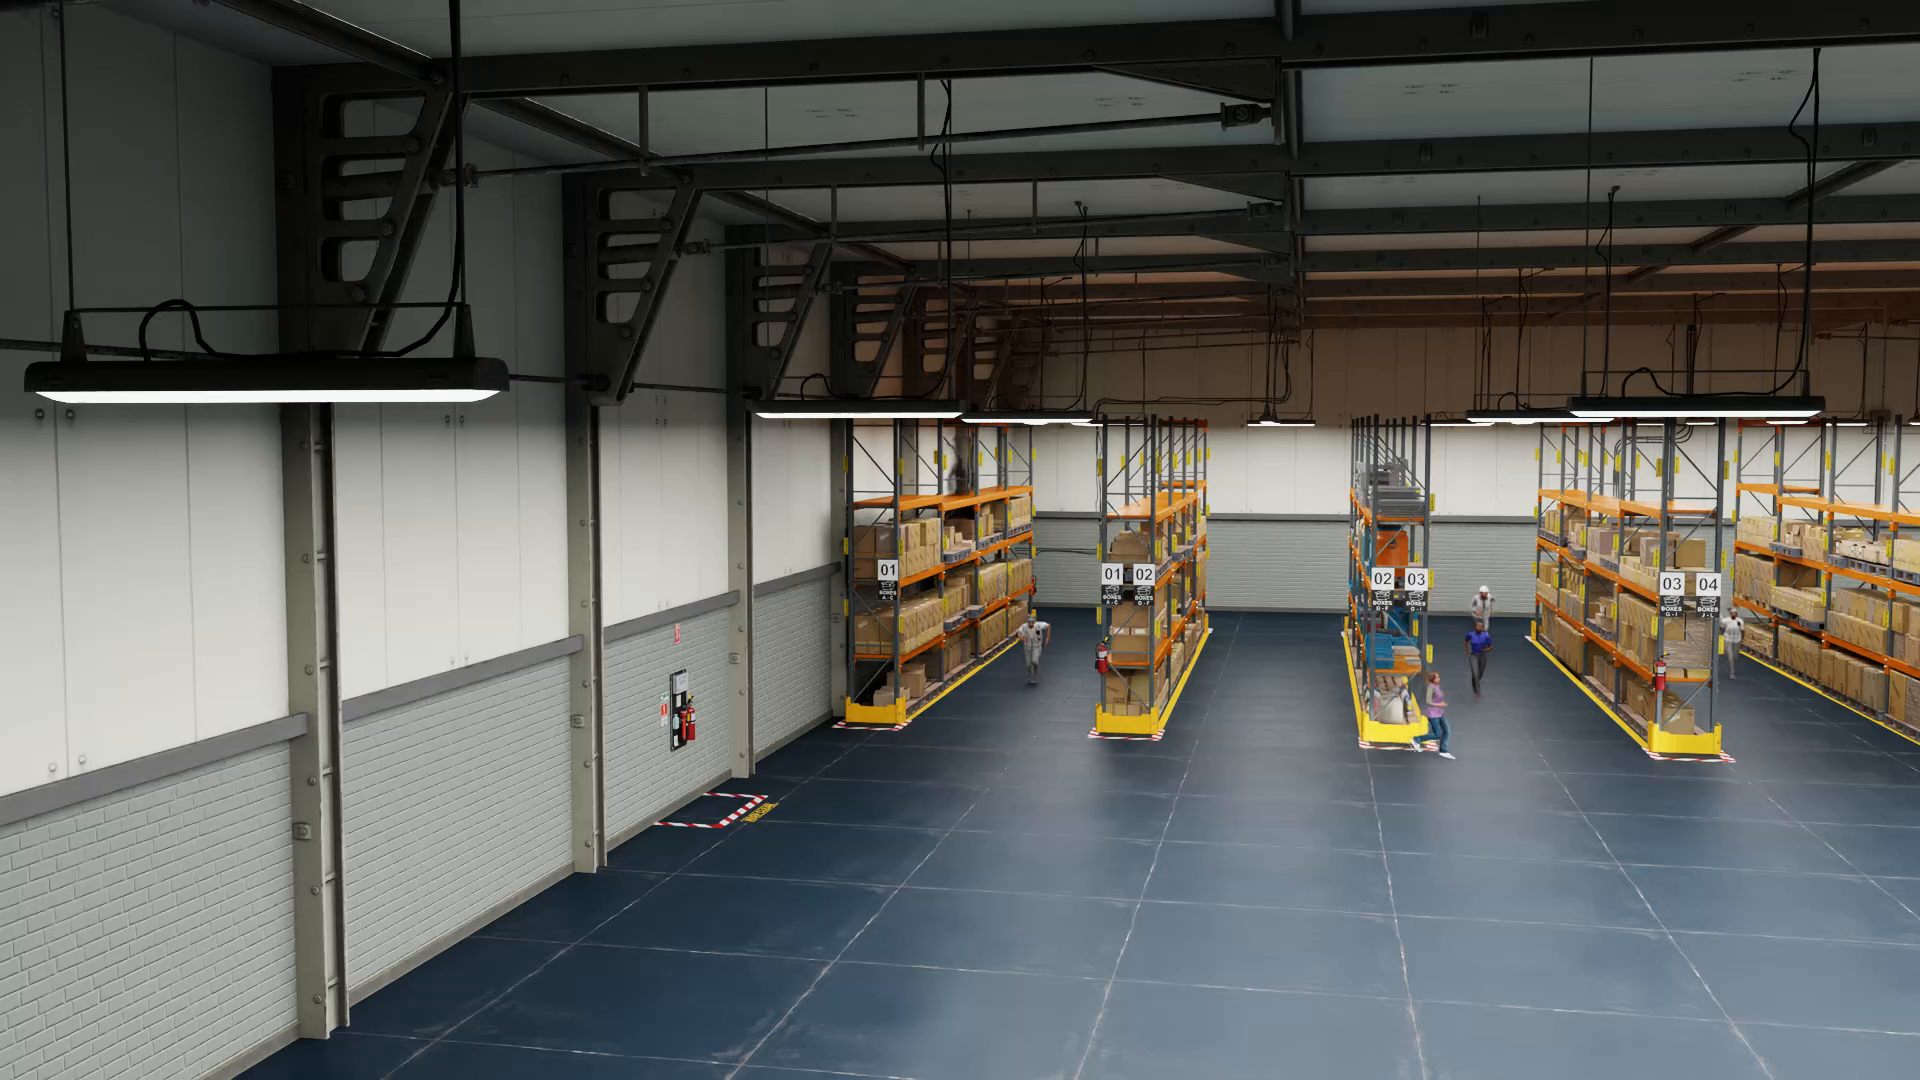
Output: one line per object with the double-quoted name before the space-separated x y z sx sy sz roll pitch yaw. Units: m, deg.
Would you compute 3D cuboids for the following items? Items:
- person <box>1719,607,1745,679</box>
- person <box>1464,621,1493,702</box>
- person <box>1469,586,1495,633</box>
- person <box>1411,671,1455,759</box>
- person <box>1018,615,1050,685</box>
"person" 17.824 2.348 38.435 0.558 1.660 0.780 1 4 11
"person" 11.028 2.562 35.384 0.529 1.695 1.058 0 4 1
"person" 13.529 2.018 43.222 0.697 1.732 1.046 0 4 0
"person" 8.212 3.048 28.911 0.723 1.560 0.572 2 4 30
"person" 1.666 2.454 37.254 0.701 1.622 0.980 1 4 9
